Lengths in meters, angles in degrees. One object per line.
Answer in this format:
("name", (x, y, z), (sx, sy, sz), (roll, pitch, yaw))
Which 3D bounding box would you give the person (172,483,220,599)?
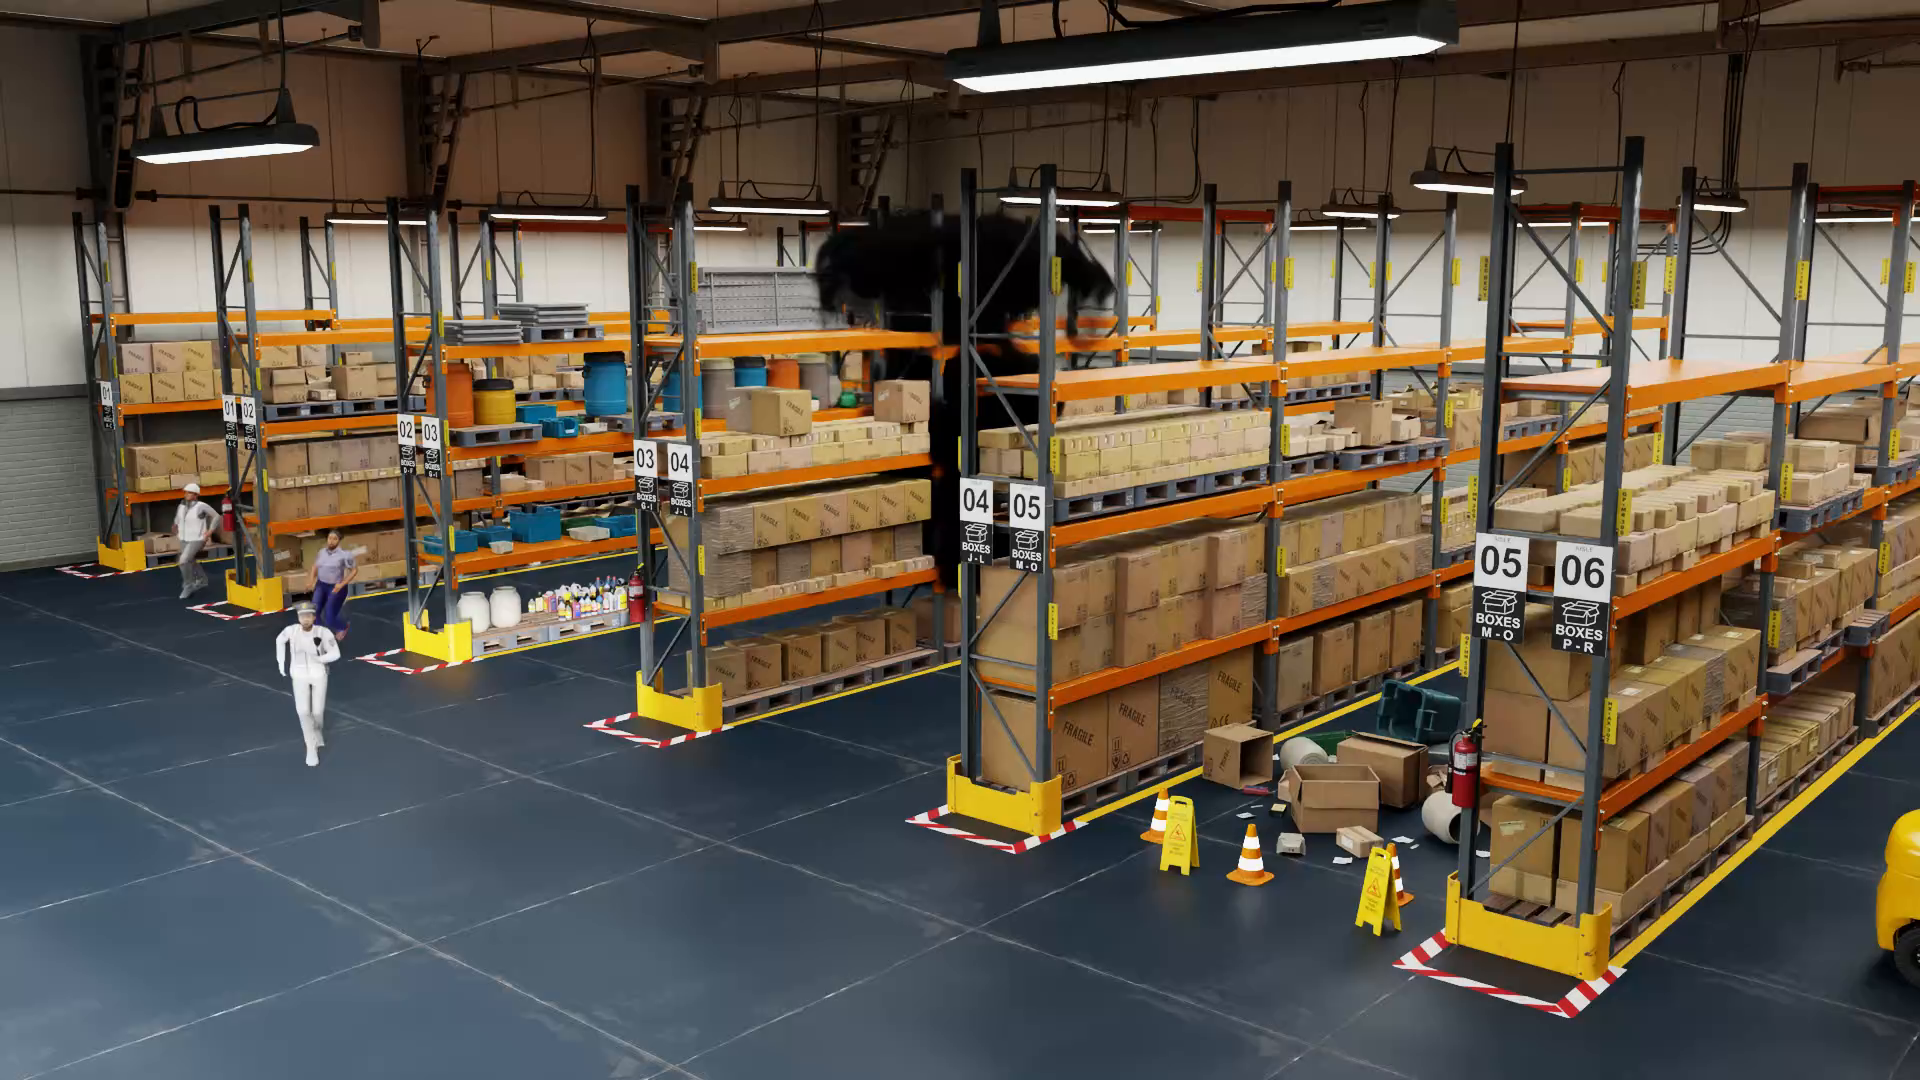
("person", (-11.963, 0.007, 25.971), (0.722, 1.803, 0.721), (4, 10, 22))

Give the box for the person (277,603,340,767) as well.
("person", (-6.817, 1.466, 17.449), (0.636, 1.725, 0.827), (-3, 10, -17))

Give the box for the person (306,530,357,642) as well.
("person", (-8.279, 0.658, 21.988), (0.645, 1.598, 0.571), (2, 10, 13))
